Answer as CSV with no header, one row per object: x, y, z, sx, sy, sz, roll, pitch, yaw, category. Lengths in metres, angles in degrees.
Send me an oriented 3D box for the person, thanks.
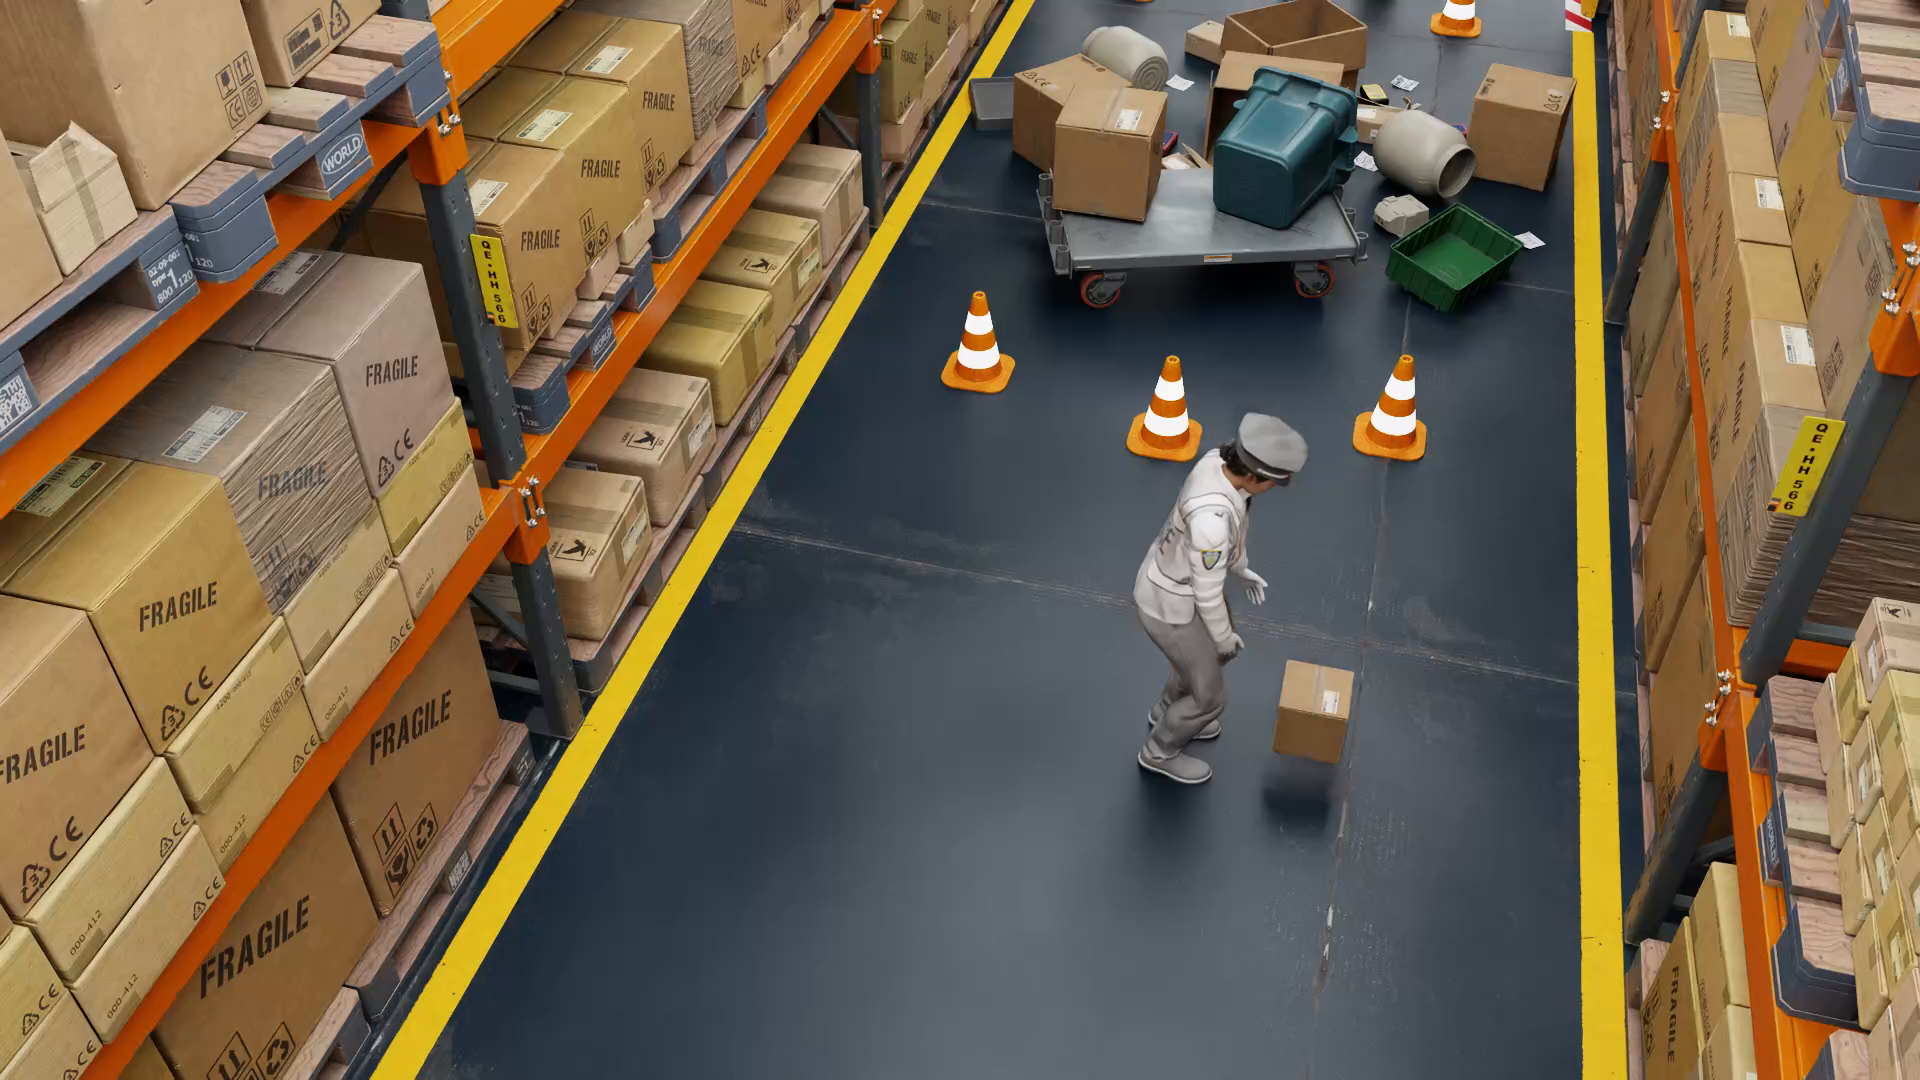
0.895,0.207,5.999,0.526,1.576,0.516,11,42,12,person
